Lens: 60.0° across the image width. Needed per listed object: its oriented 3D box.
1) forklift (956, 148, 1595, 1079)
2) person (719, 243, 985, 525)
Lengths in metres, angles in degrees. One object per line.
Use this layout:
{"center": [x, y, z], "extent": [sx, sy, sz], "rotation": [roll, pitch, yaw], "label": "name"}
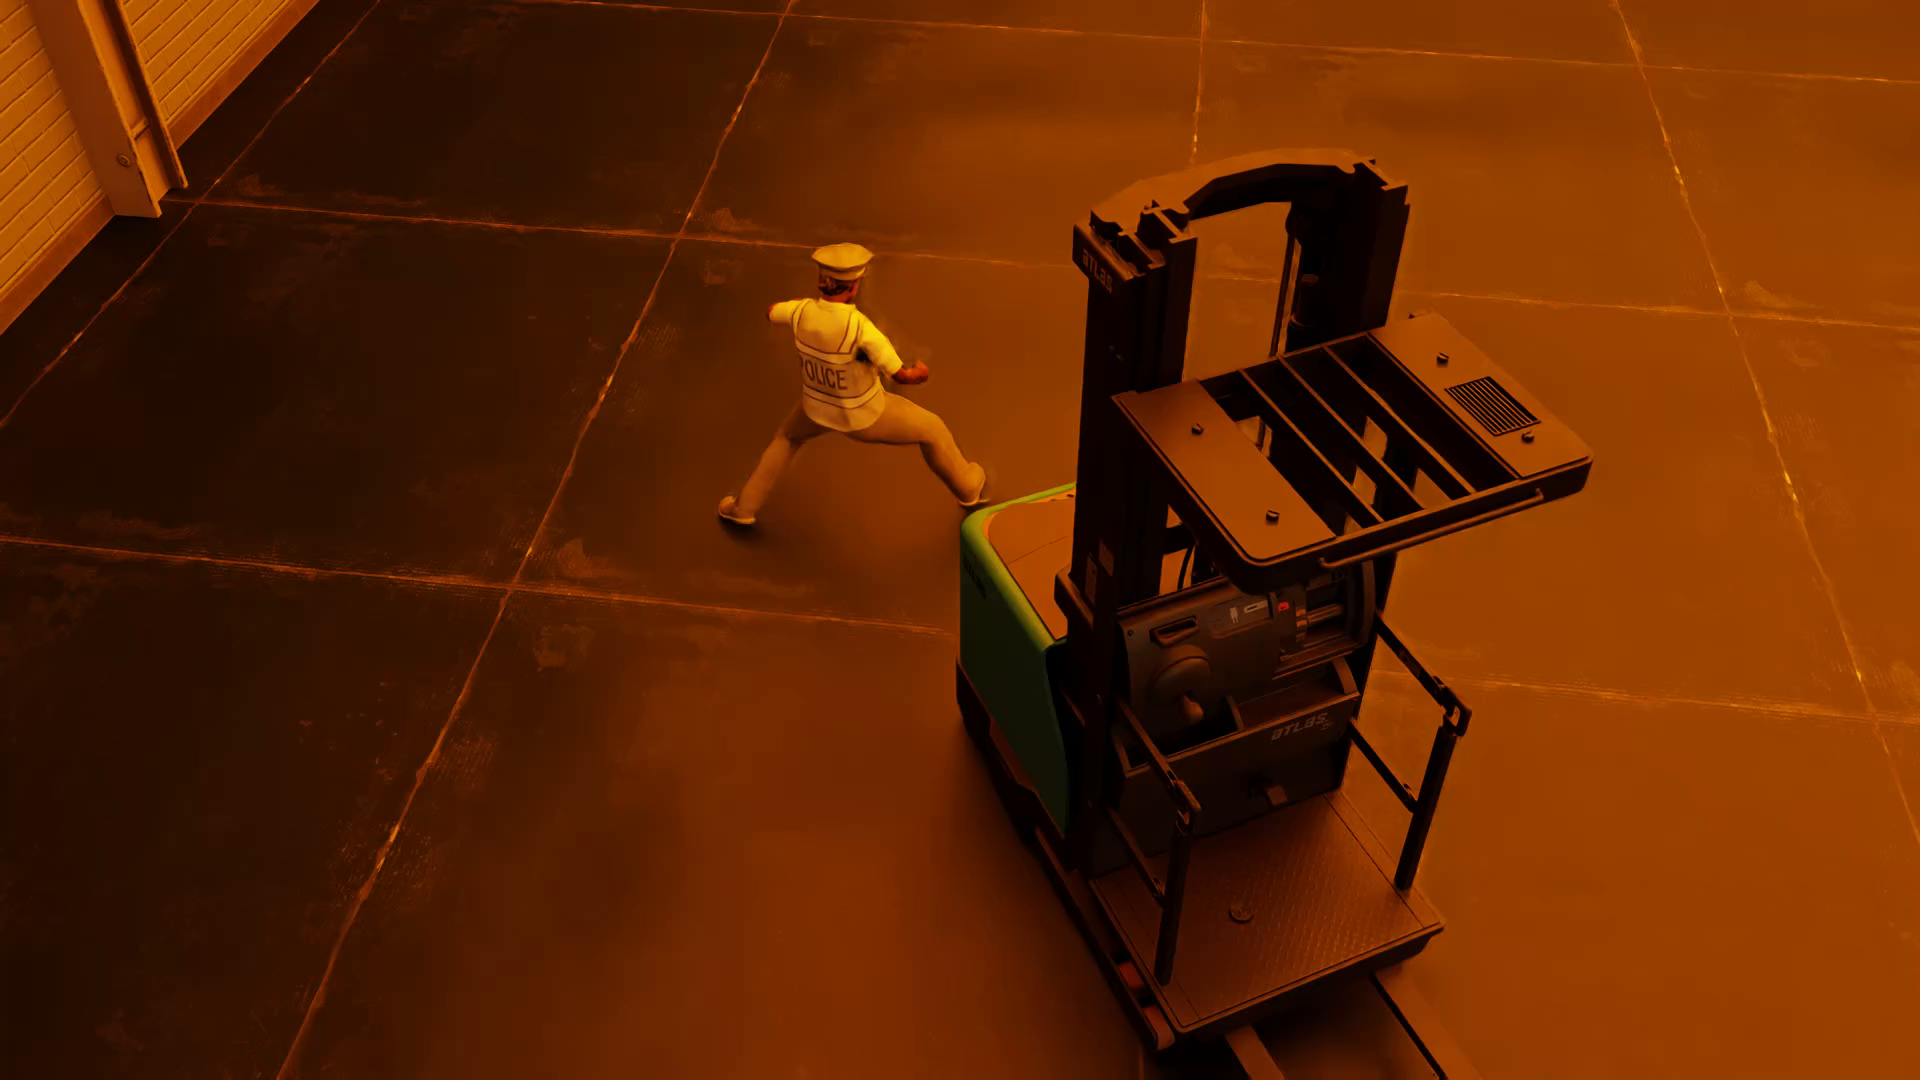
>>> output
{"center": [1.039, 0.396, 5.293], "extent": [1.130, 2.935, 3.031], "rotation": [-16, 45, -17], "label": "forklift"}
{"center": [-0.516, -0.723, 7.611], "extent": [1.099, 1.494, 0.948], "rotation": [20, 46, 21], "label": "person"}
